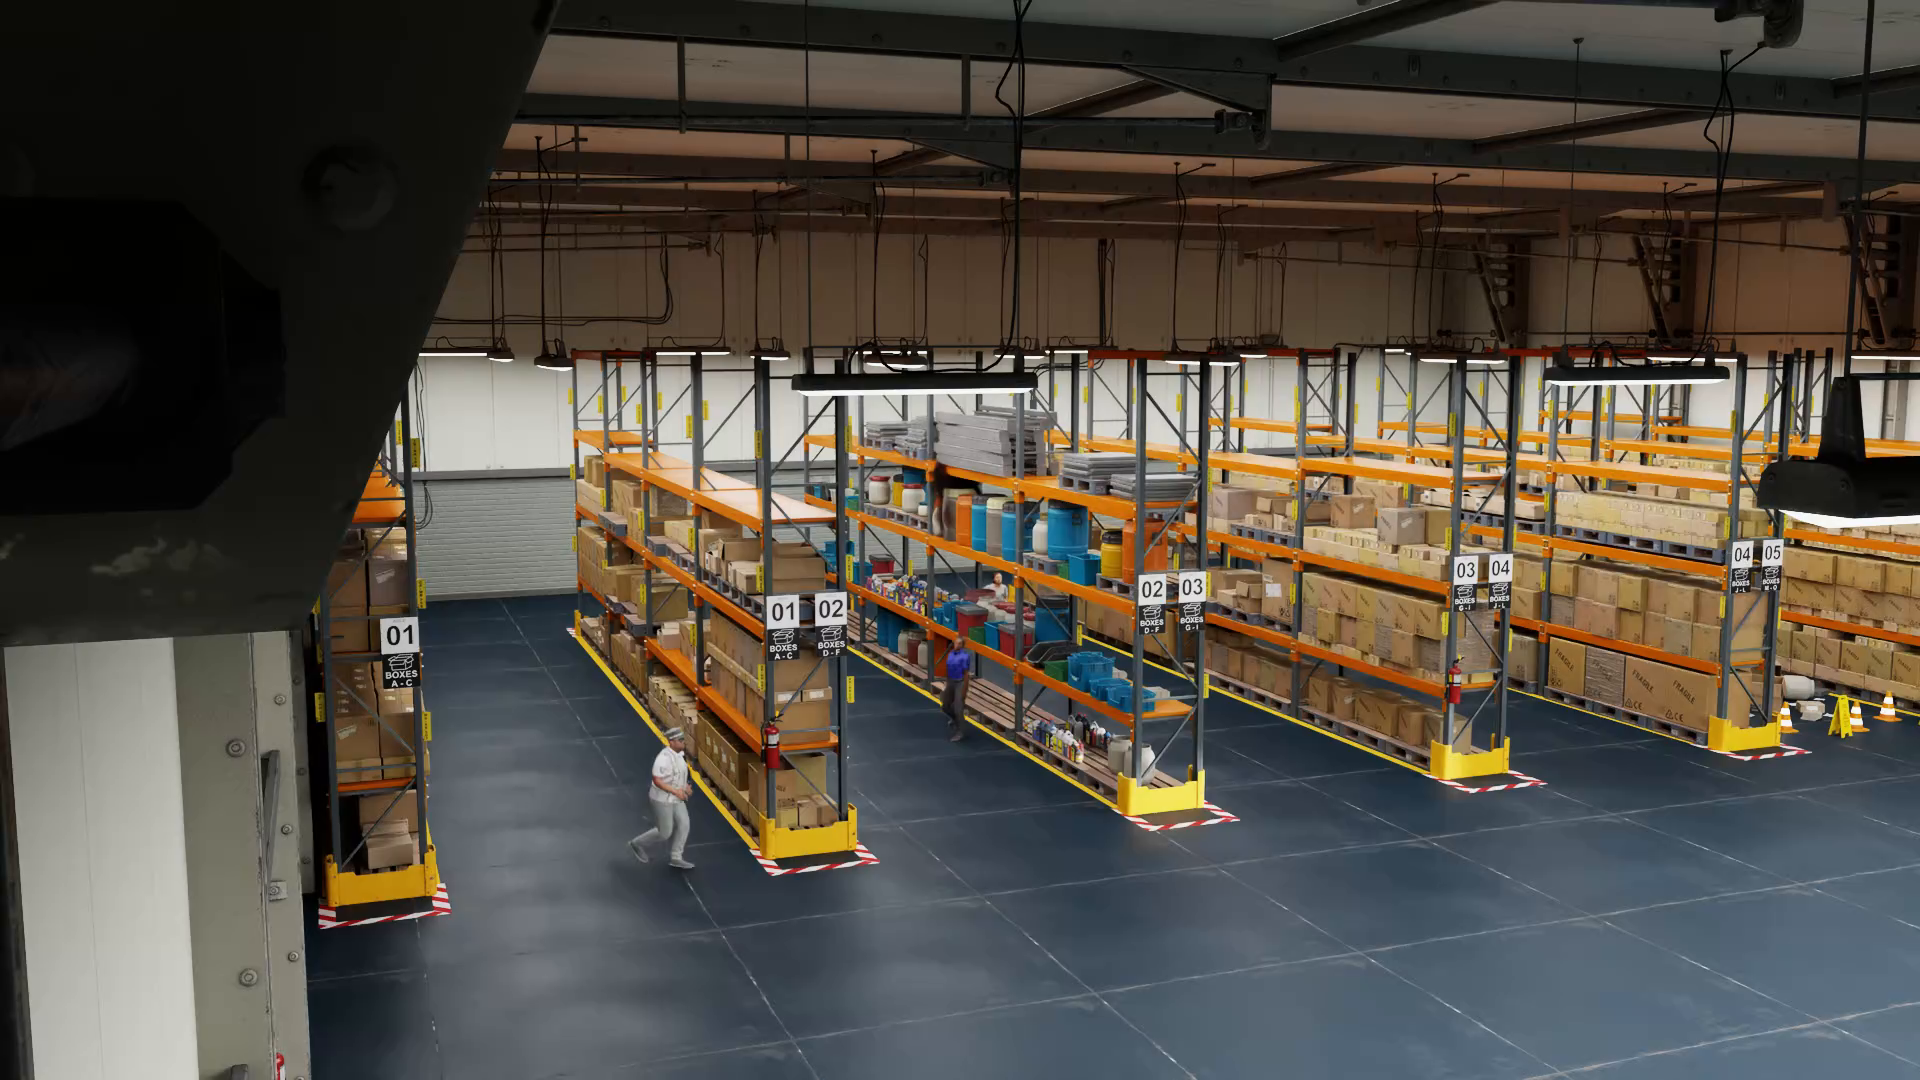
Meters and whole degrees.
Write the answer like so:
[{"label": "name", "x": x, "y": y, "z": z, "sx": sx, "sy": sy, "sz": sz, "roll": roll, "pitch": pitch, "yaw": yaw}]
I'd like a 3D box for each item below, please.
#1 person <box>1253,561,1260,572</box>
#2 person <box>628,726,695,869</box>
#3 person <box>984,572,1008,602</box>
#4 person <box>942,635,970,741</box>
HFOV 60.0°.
[{"label": "person", "x": 7.845, "y": 0.153, "z": 42.899, "sx": 0.867, "sy": 1.800, "sz": 0.641, "roll": -5, "pitch": 8, "yaw": -33}, {"label": "person", "x": -3.540, "y": 3.040, "z": 19.710, "sx": 0.809, "sy": 1.733, "sz": 0.661, "roll": 2, "pitch": 7, "yaw": 19}, {"label": "person", "x": 0.715, "y": 1.433, "z": 32.853, "sx": 0.495, "sy": 1.650, "sz": 0.751, "roll": -3, "pitch": 8, "yaw": -25}, {"label": "person", "x": -0.047, "y": 2.290, "z": 26.073, "sx": 0.661, "sy": 1.632, "sz": 0.582, "roll": 6, "pitch": 9, "yaw": 39}]
